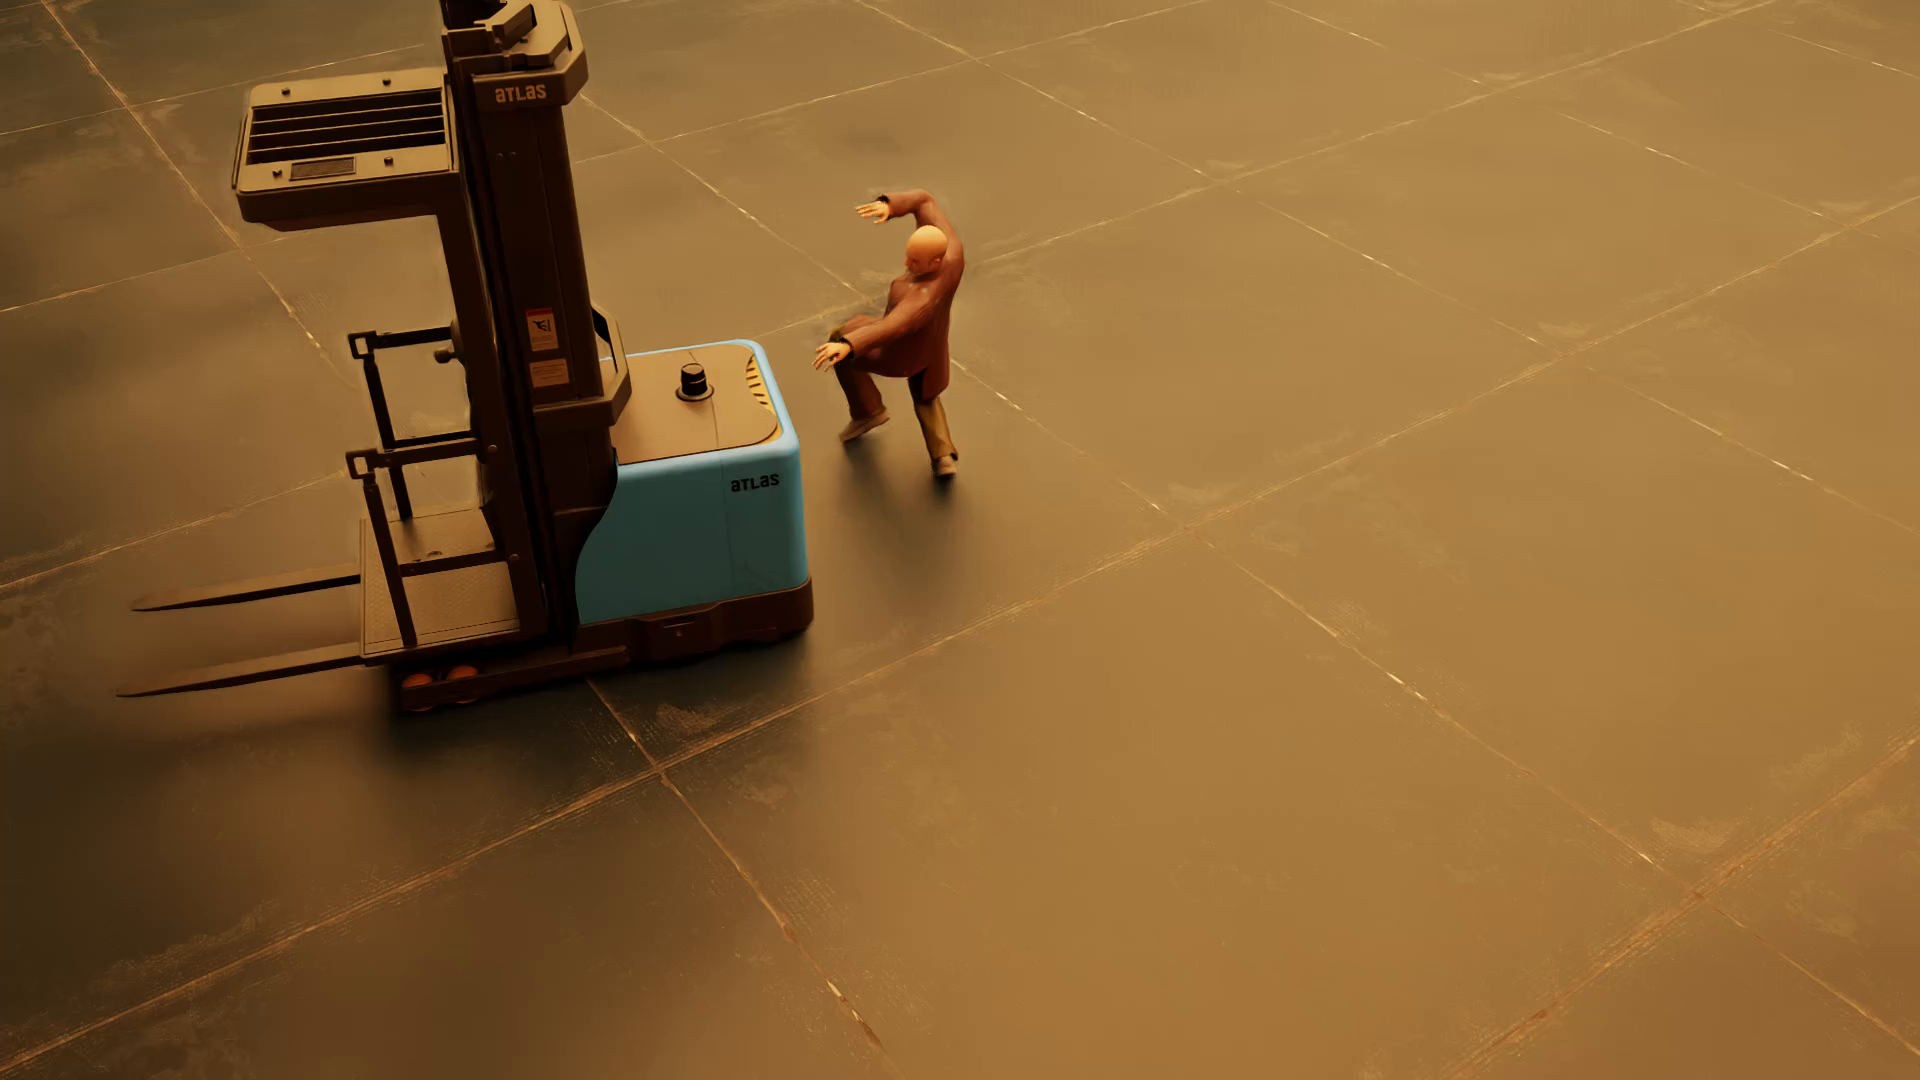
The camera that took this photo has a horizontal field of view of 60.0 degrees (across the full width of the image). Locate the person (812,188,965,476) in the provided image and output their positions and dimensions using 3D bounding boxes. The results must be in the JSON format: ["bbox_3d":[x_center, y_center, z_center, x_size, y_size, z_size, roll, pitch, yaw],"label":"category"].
[{"bbox_3d":[-0.492,-0.955,8.436,1.153,1.567,0.930,-29,45,-33],"label":"person"}]

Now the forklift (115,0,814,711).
[{"bbox_3d":[-2.261,-0.769,6.985,3.031,2.935,1.130,-10,38,-13],"label":"forklift"}]
